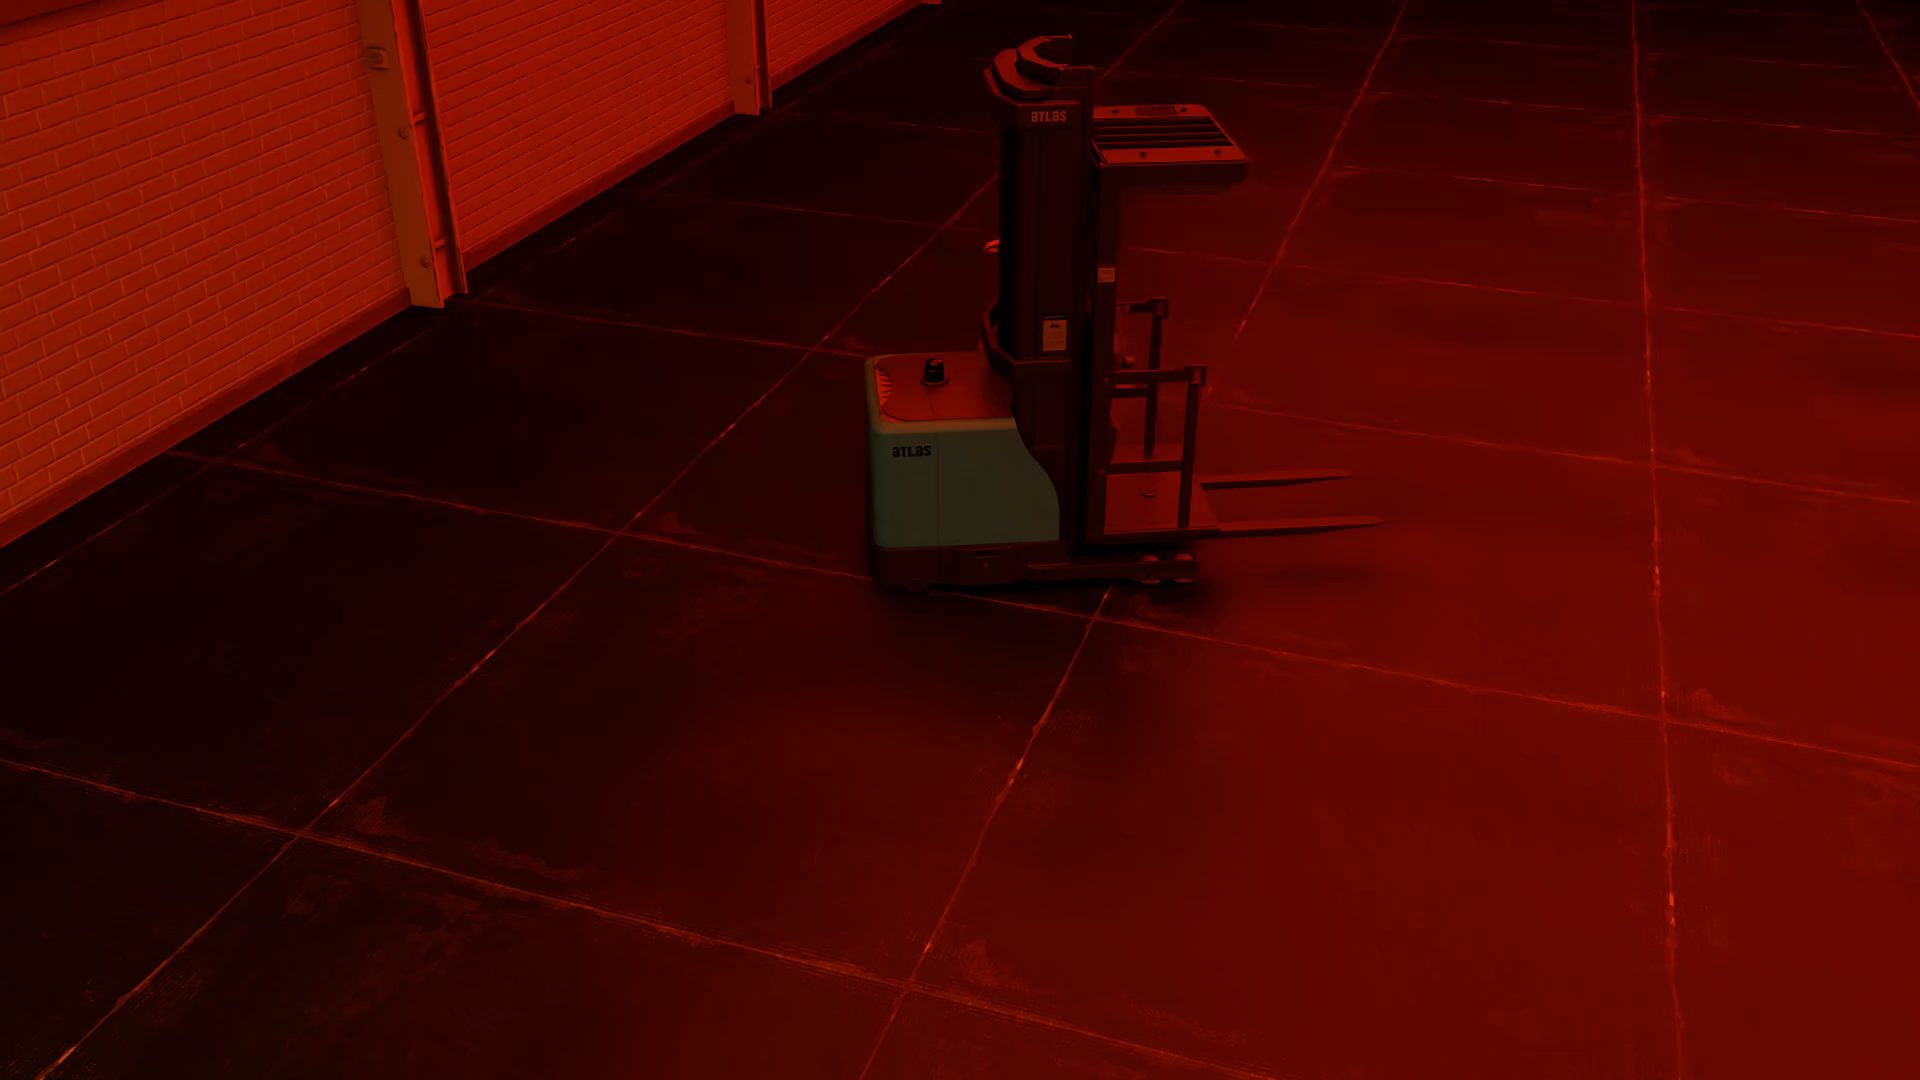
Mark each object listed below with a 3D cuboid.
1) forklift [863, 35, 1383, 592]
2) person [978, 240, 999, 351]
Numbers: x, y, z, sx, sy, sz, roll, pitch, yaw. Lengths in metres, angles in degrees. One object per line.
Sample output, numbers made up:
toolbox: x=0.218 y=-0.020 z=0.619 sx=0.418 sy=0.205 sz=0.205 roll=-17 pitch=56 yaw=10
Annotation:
forklift: x=0.964 y=-1.274 z=9.371 sx=3.031 sy=2.935 sz=1.130 roll=-3 pitch=30 yaw=-5
person: x=0.480 y=-1.528 z=11.339 sx=0.780 sy=1.548 sz=1.006 roll=-3 pitch=30 yaw=-4
